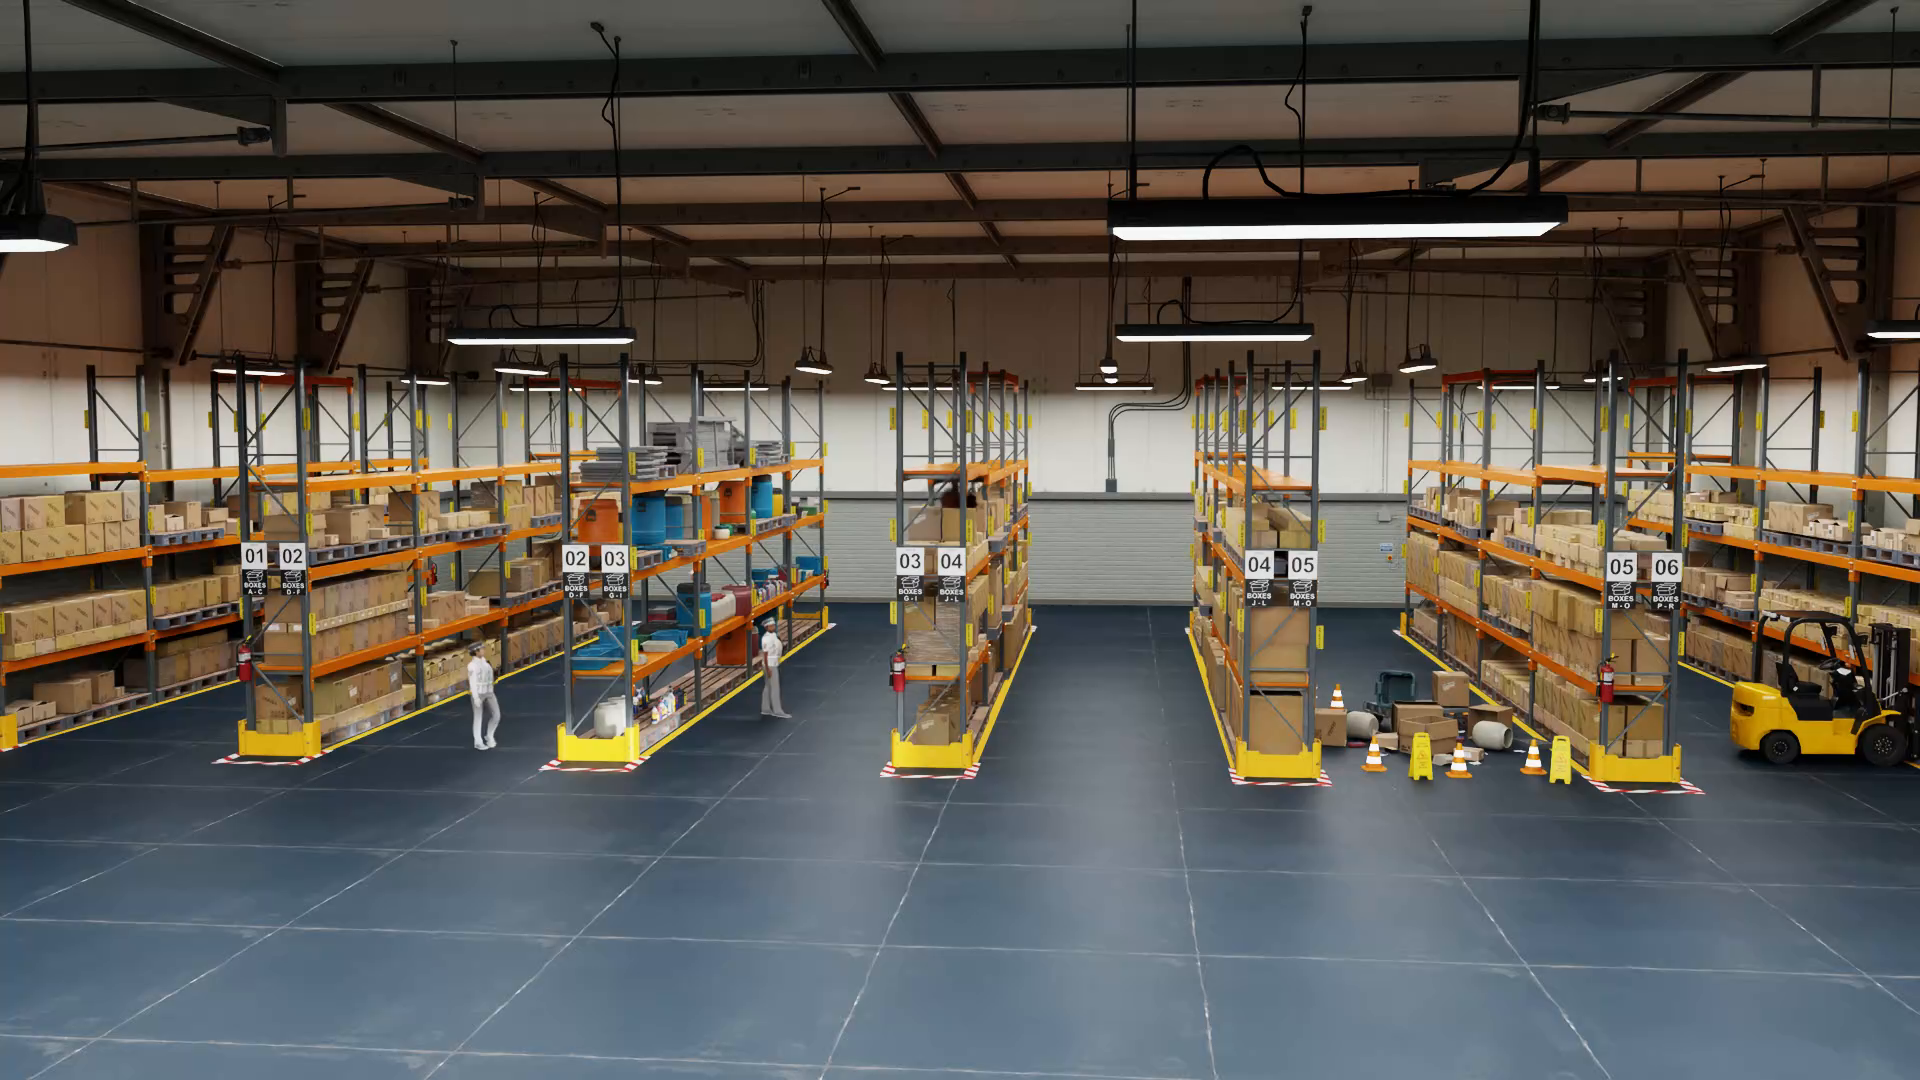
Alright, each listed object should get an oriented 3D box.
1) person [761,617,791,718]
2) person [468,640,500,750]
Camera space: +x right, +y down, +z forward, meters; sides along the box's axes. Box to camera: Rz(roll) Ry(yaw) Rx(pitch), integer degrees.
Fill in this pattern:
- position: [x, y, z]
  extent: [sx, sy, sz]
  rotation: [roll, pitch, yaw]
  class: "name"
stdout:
- position: [-3.119, 2.160, 28.237]
  extent: [0.543, 1.685, 0.450]
  rotation: [0, 4, 4]
  class: "person"
- position: [-7.305, 2.363, 25.416]
  extent: [0.417, 1.684, 0.524]
  rotation: [3, 5, 35]
  class: "person"
